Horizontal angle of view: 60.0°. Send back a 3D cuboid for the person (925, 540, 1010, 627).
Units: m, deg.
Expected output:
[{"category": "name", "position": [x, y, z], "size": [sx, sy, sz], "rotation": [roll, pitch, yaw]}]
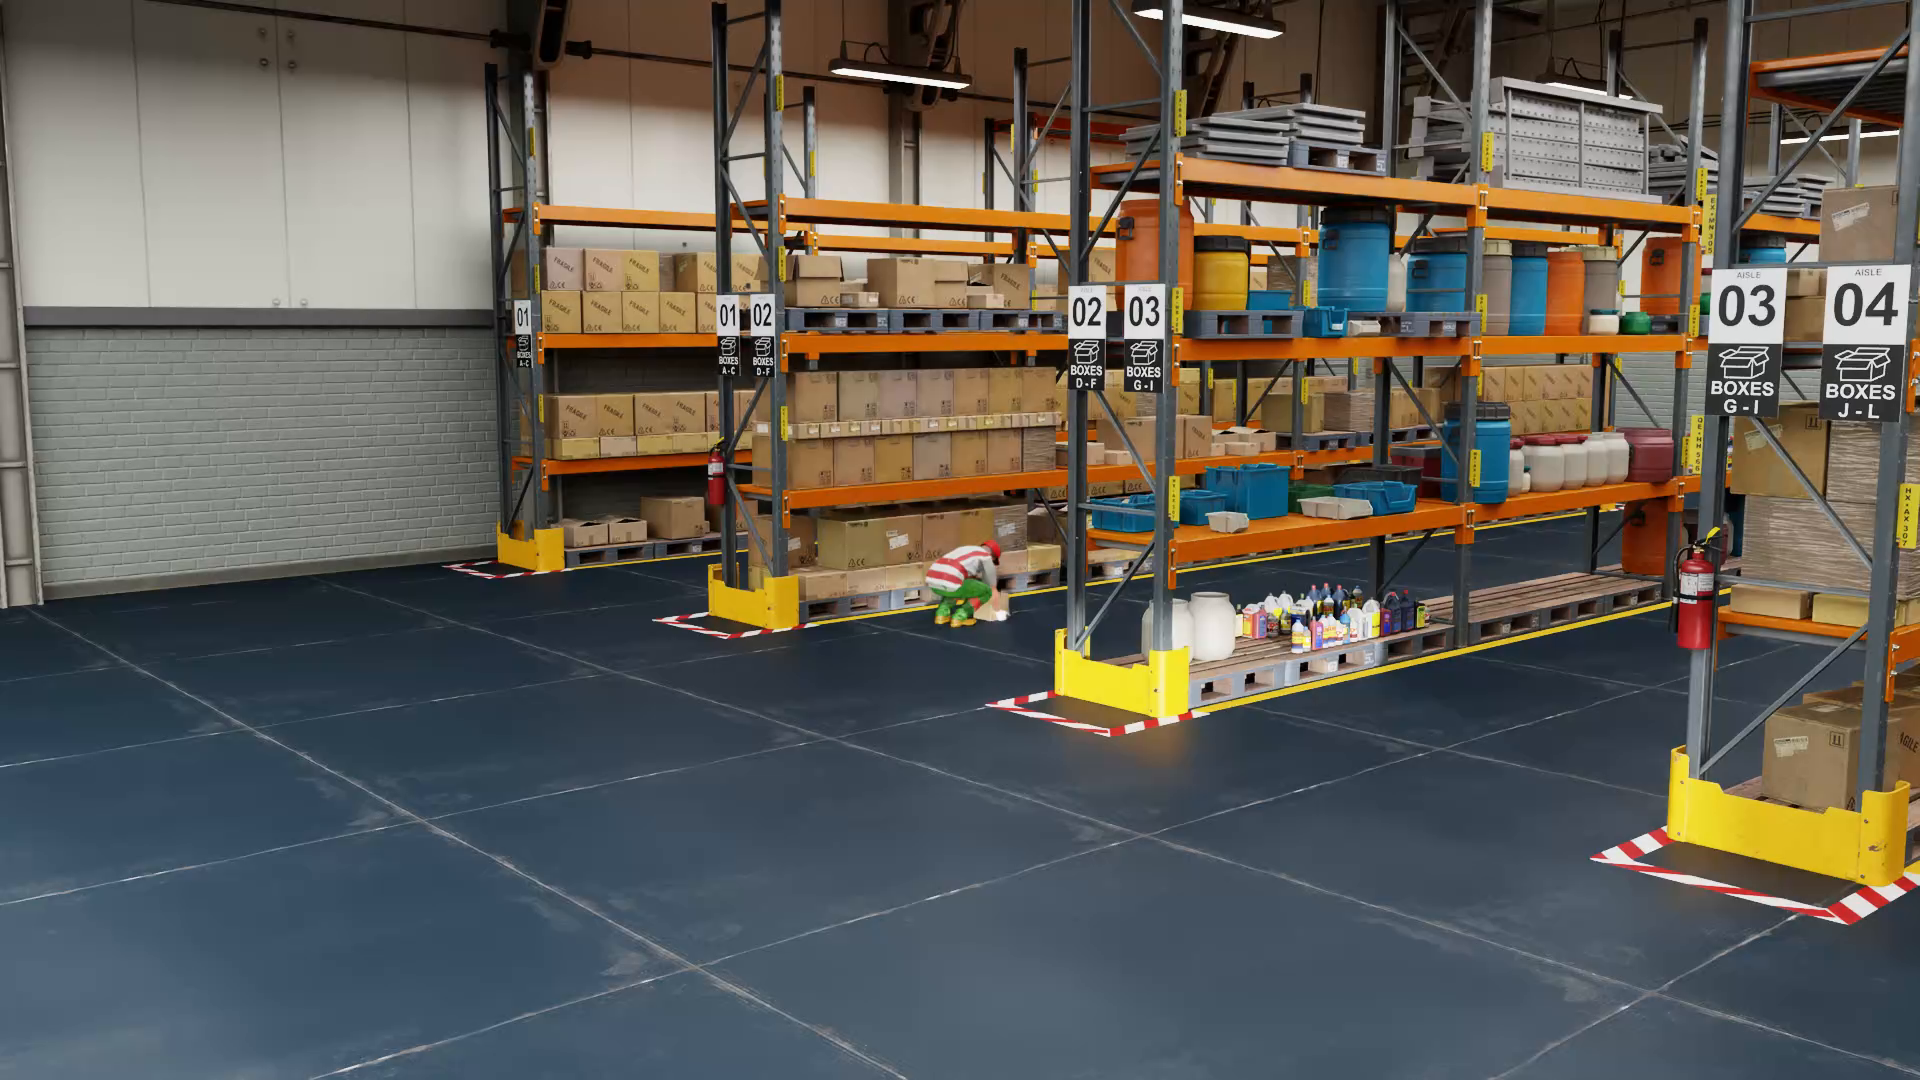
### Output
[{"category": "person", "position": [0.069, 0.467, 16.368], "size": [0.931, 0.861, 0.538], "rotation": [-7, 10, -42]}]
